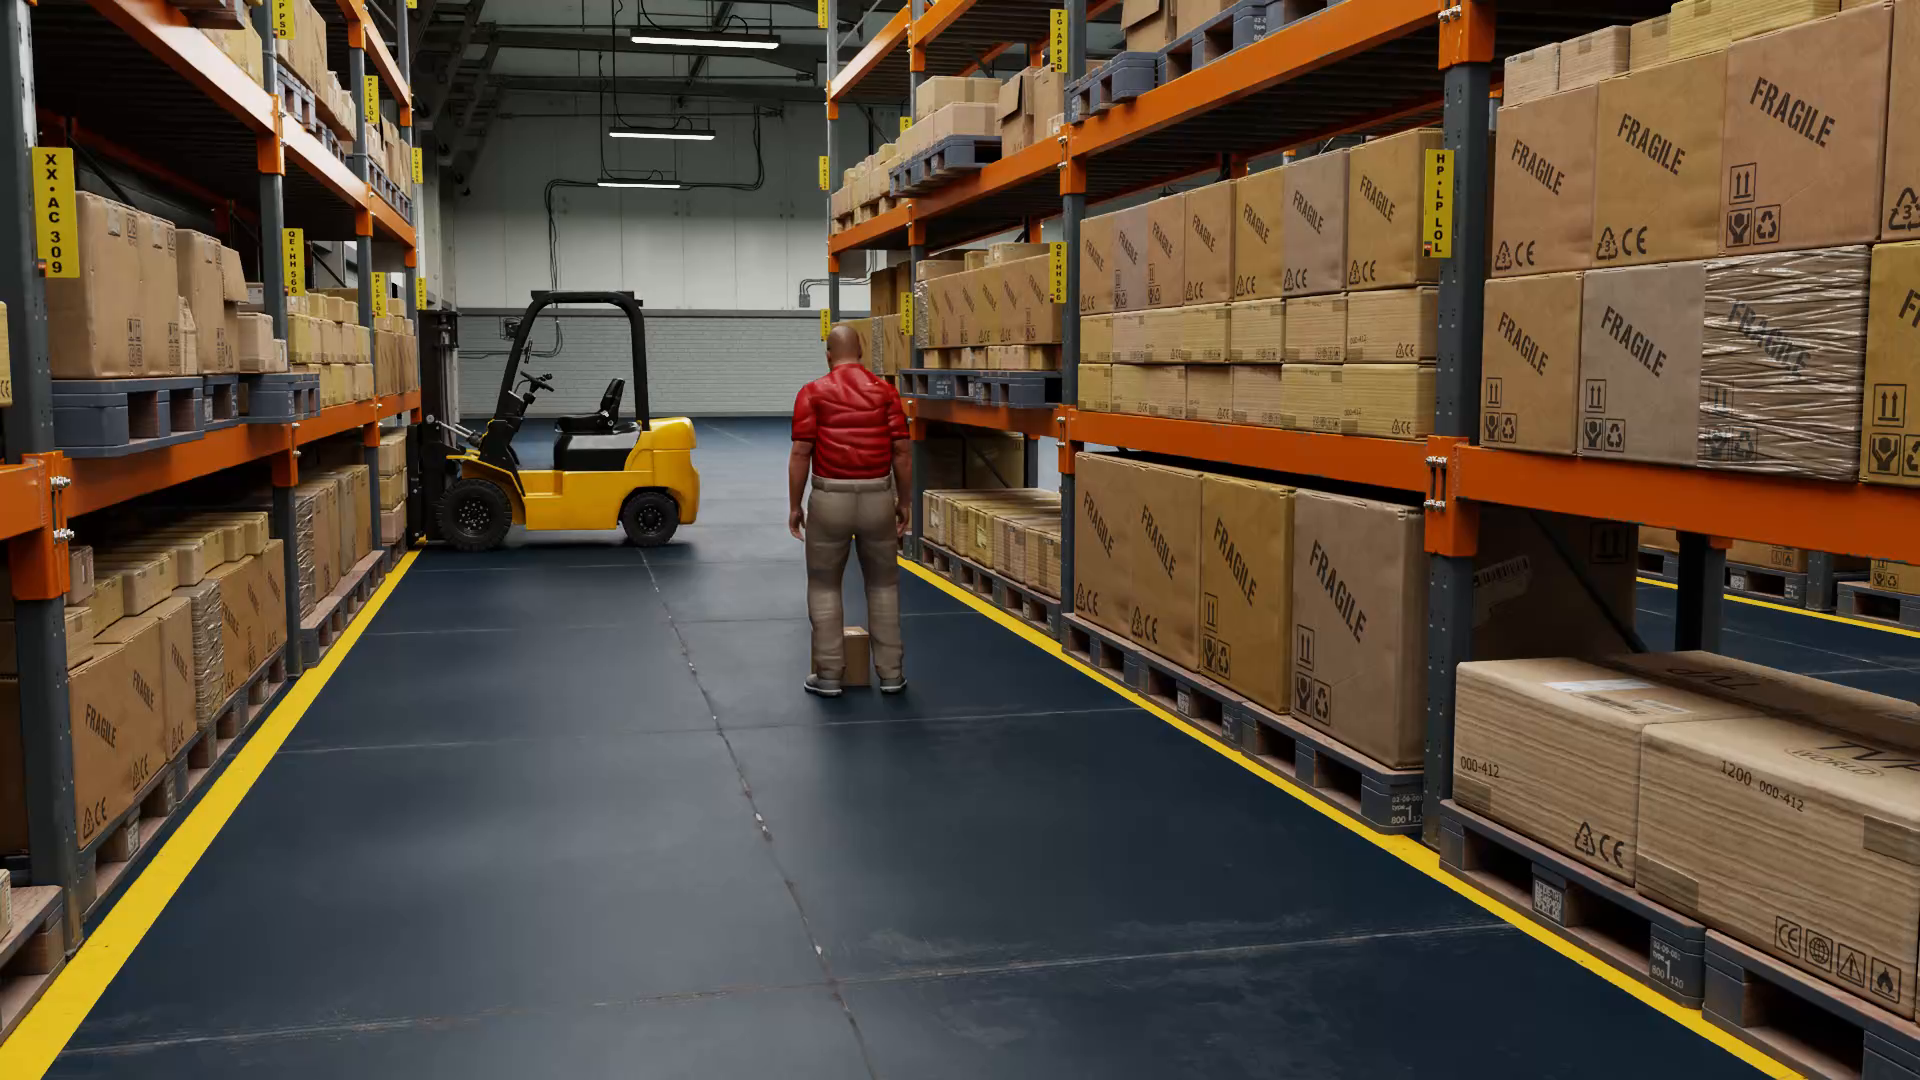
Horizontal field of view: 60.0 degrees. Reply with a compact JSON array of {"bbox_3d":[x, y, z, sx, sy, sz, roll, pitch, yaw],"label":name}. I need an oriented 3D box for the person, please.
[{"bbox_3d":[-0.515,-0.139,7.820,0.586,1.727,0.393,-1,6,-13],"label":"person"}]
